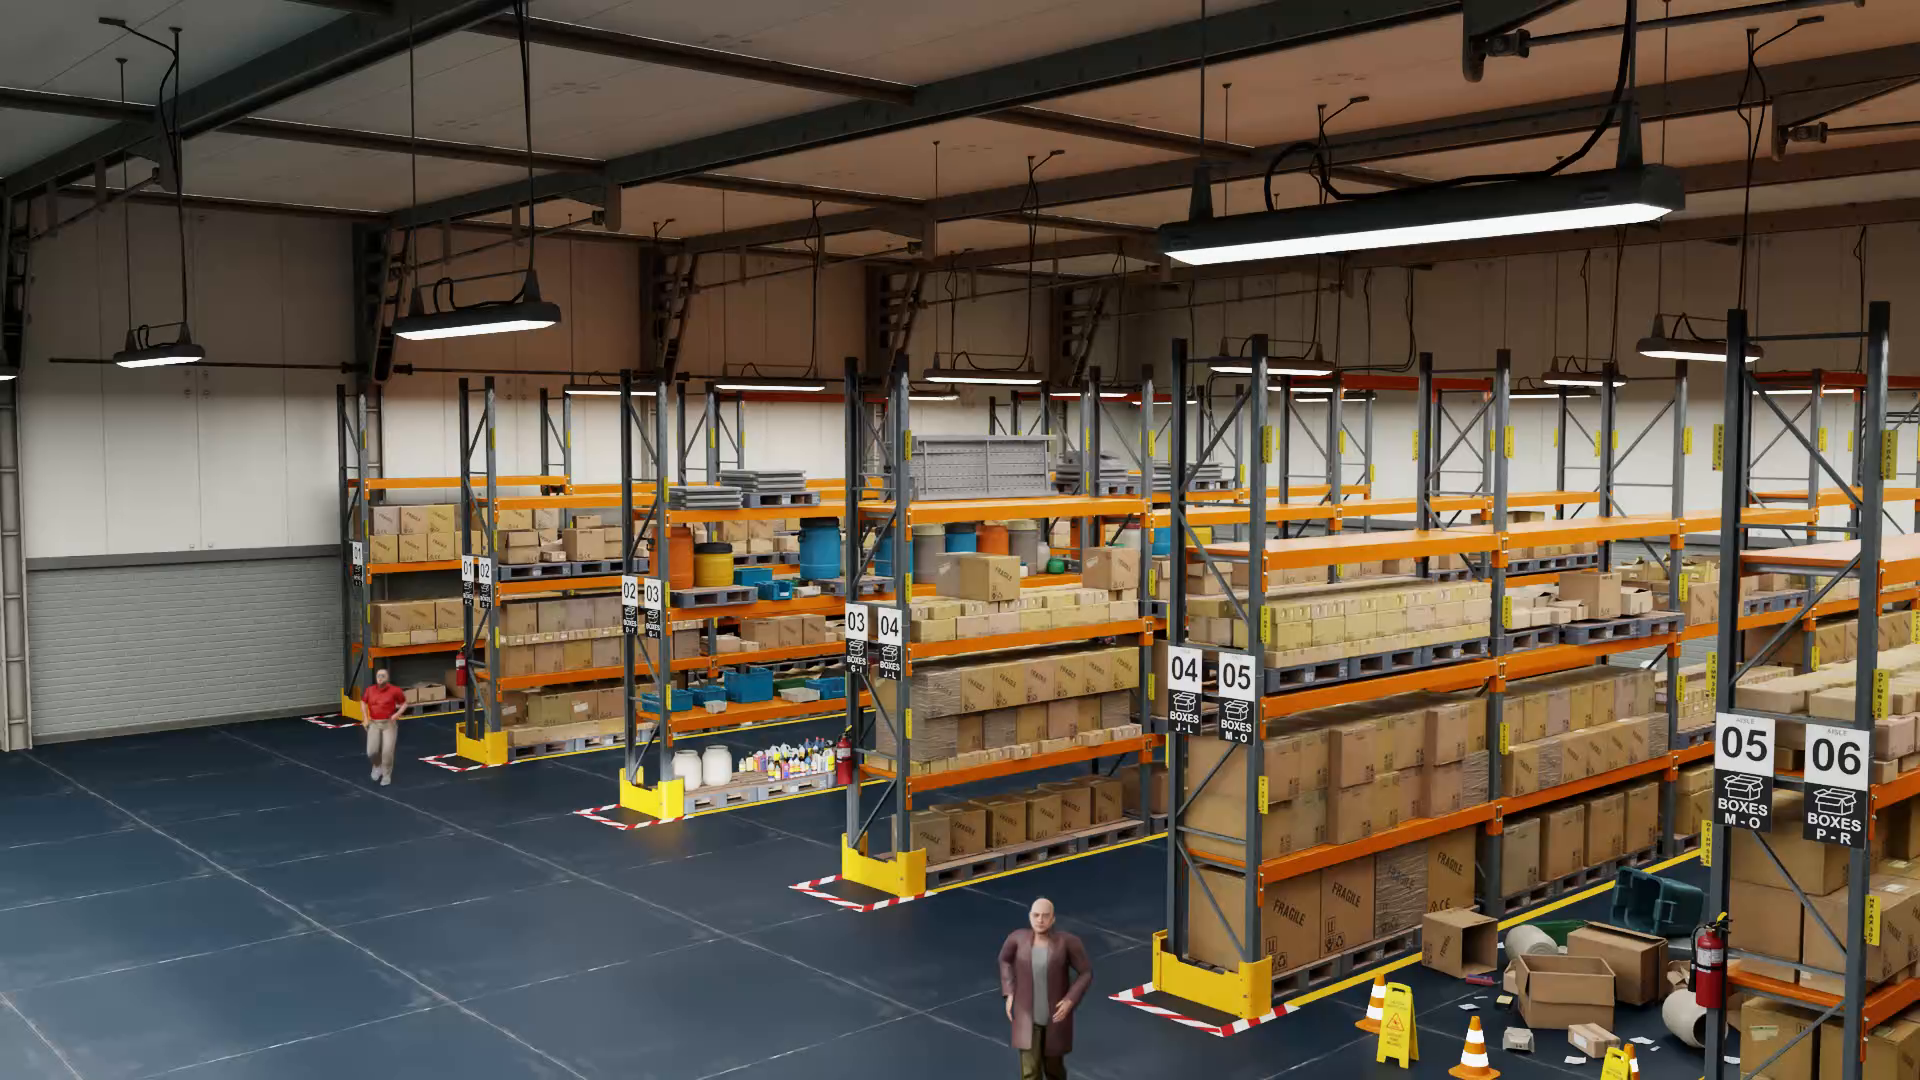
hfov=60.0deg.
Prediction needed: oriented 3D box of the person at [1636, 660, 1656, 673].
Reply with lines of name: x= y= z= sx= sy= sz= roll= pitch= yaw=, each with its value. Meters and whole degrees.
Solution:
person: x=10.121 y=2.672 z=24.478 sx=0.871 sy=1.813 sz=0.557 roll=-3 pitch=5 yaw=-36

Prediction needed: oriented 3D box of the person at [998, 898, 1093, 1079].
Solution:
person: x=0.617 y=3.491 z=12.197 sx=0.722 sy=1.782 sz=0.947 roll=1 pitch=4 yaw=9

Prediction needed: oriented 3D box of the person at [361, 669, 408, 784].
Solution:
person: x=-8.428 y=2.726 z=24.309 sx=0.675 sy=1.695 sz=0.593 roll=-1 pitch=4 yaw=-10
